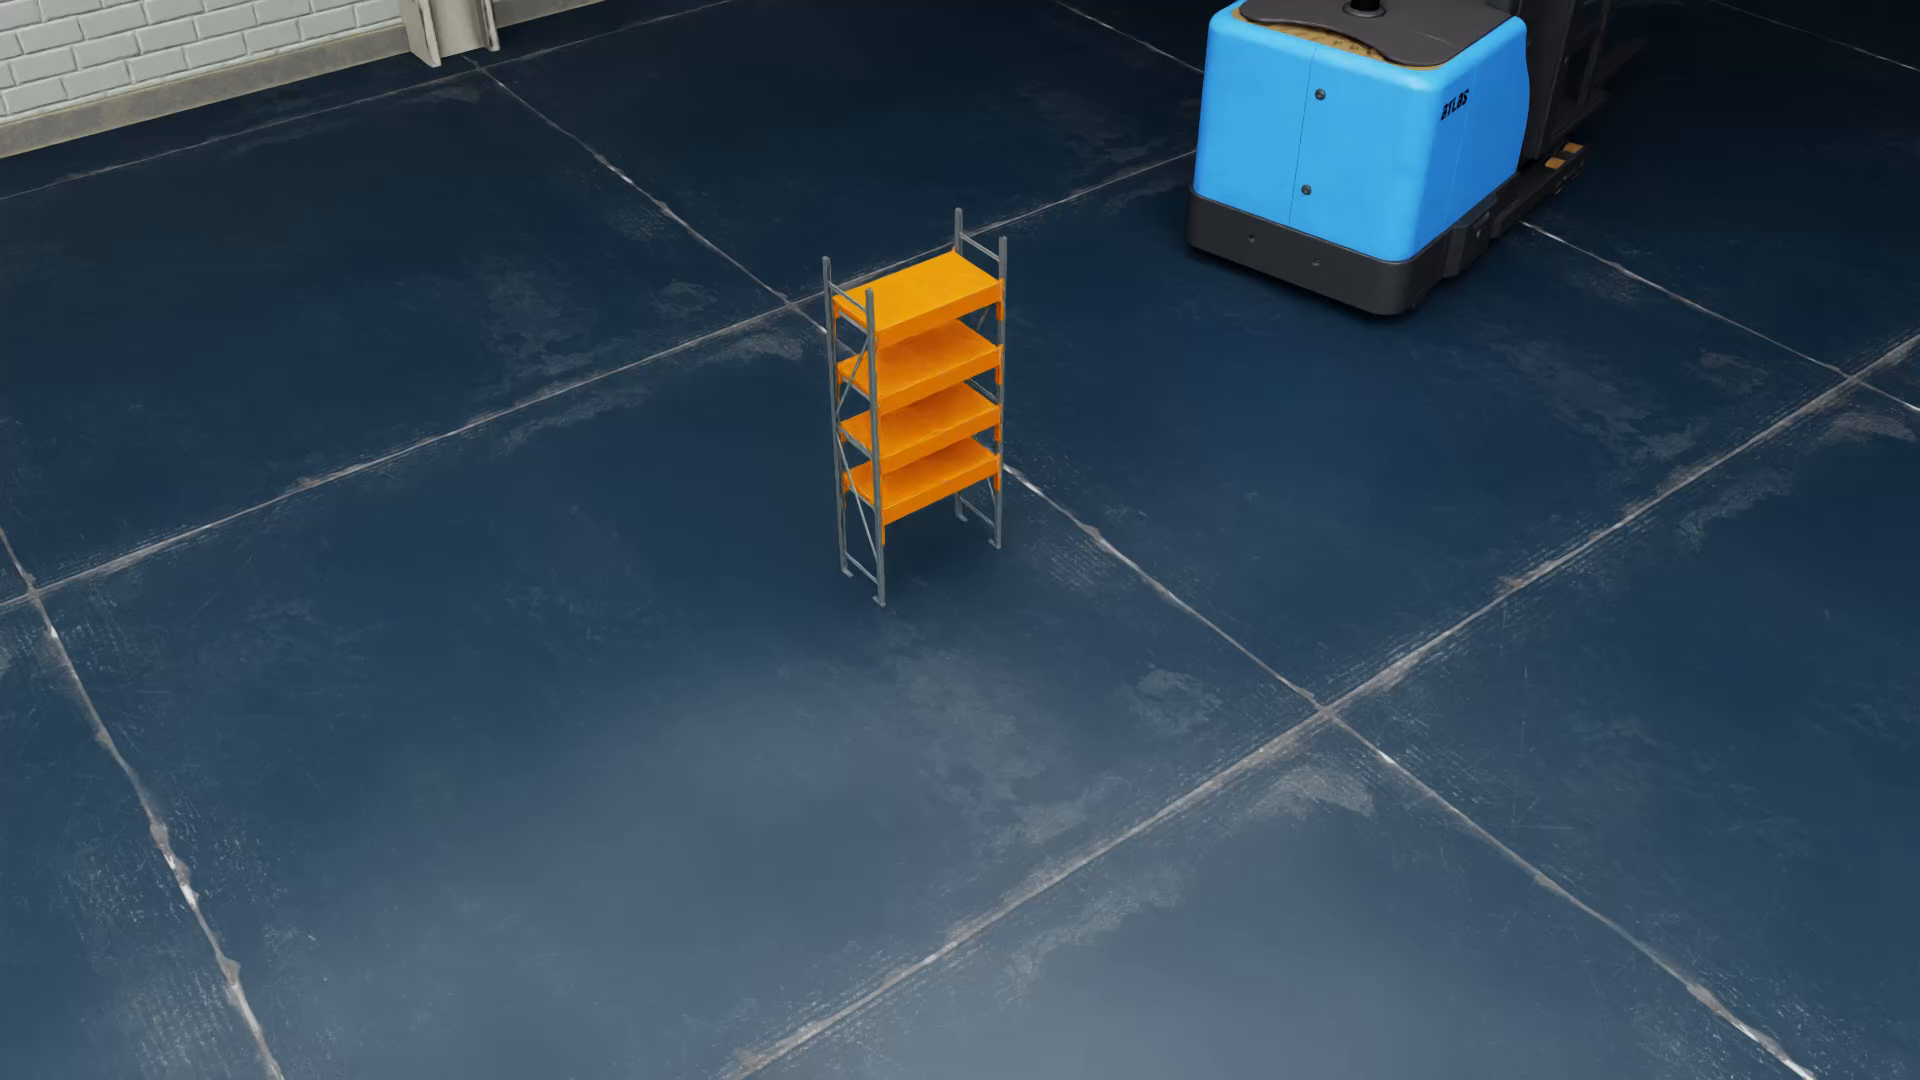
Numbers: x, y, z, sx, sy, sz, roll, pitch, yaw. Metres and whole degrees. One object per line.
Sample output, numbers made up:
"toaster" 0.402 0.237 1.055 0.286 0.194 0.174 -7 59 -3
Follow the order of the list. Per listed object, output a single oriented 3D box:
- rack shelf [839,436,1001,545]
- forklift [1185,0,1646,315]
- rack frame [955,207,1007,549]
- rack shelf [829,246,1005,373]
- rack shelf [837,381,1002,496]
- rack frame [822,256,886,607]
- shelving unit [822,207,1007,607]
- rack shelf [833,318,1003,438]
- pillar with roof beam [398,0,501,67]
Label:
"rack shelf" -0.131 -0.194 5.460 0.480 0.148 0.258 -26 46 -28
"forklift" 2.300 -2.915 6.992 1.130 2.935 3.031 27 47 29
"rack frame" 0.062 -0.494 5.406 0.015 1.200 0.240 -26 46 -28
"rack shelf" -0.131 -0.704 5.042 0.480 0.148 0.258 -26 46 -28
"rack shelf" -0.131 -0.348 5.334 0.480 0.148 0.258 -26 46 -28
"rack frame" -0.325 -0.306 5.176 0.015 1.200 0.240 -26 46 -28
"shelving unit" -0.131 -0.400 5.291 0.503 1.200 0.258 -26 46 -28
"rack shelf" -0.131 -0.521 5.192 0.480 0.148 0.258 -26 46 -28
"pillar with roof beam" -0.105 -3.966 3.489 0.400 9.000 9.100 -26 46 -28
